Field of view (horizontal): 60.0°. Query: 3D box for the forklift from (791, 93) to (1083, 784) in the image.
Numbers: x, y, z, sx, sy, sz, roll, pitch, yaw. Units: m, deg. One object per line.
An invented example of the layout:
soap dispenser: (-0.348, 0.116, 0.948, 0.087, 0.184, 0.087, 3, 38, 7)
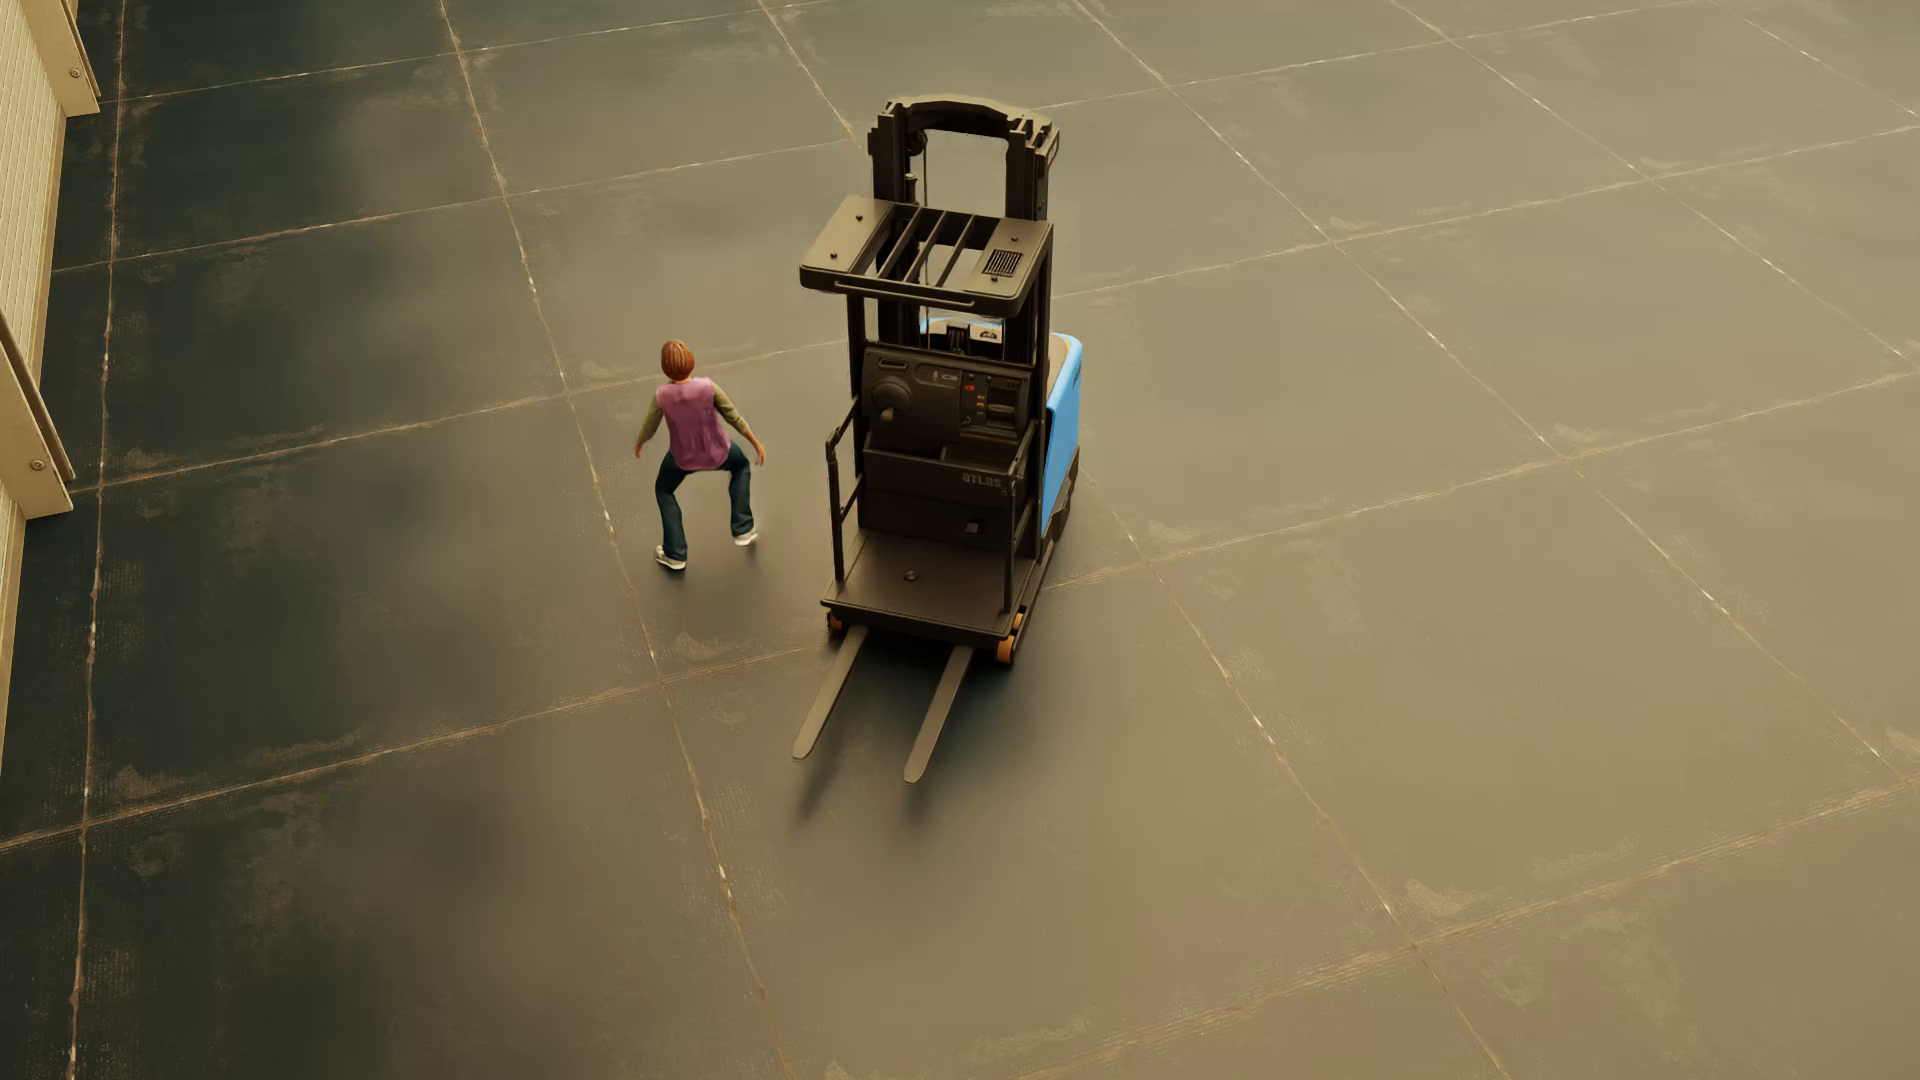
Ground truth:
forklift: (-0.137, -0.707, 8.839, 1.130, 2.935, 3.031, 10, 41, 12)

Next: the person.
person: (-1.533, -0.535, 9.764, 0.775, 1.499, 0.486, -2, 40, -3)
